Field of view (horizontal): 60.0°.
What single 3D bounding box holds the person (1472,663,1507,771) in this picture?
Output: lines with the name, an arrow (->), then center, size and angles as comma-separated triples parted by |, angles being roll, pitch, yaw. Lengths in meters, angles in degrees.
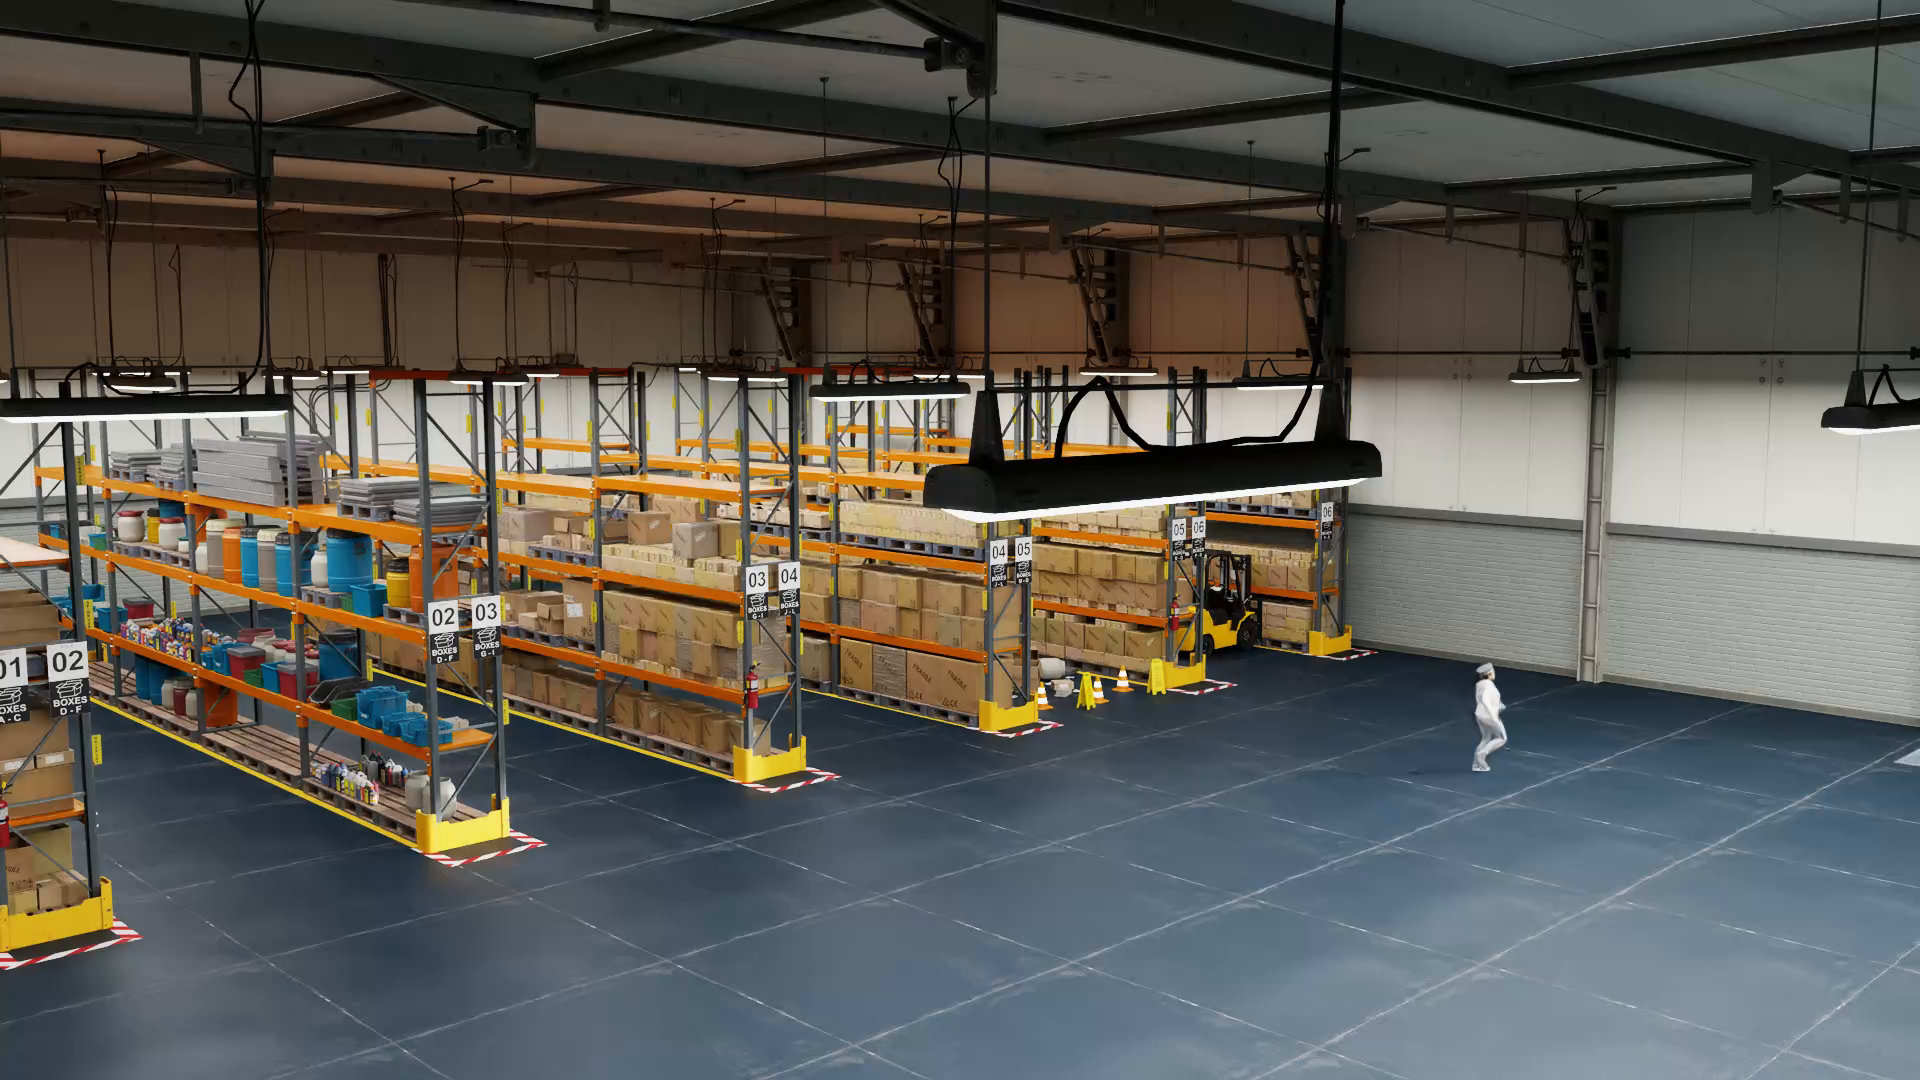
person -> 8.021, 2.675, 25.130 | 0.548, 1.655, 0.605 | -1, 7, -11

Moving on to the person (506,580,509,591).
person -> -10.325, 1.420, 37.088 | 0.580, 1.540, 0.911 | -6, 9, -43

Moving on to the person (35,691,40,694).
person -> -15.106, 2.467, 26.854 | 0.664, 1.682, 0.656 | 5, 8, 38
